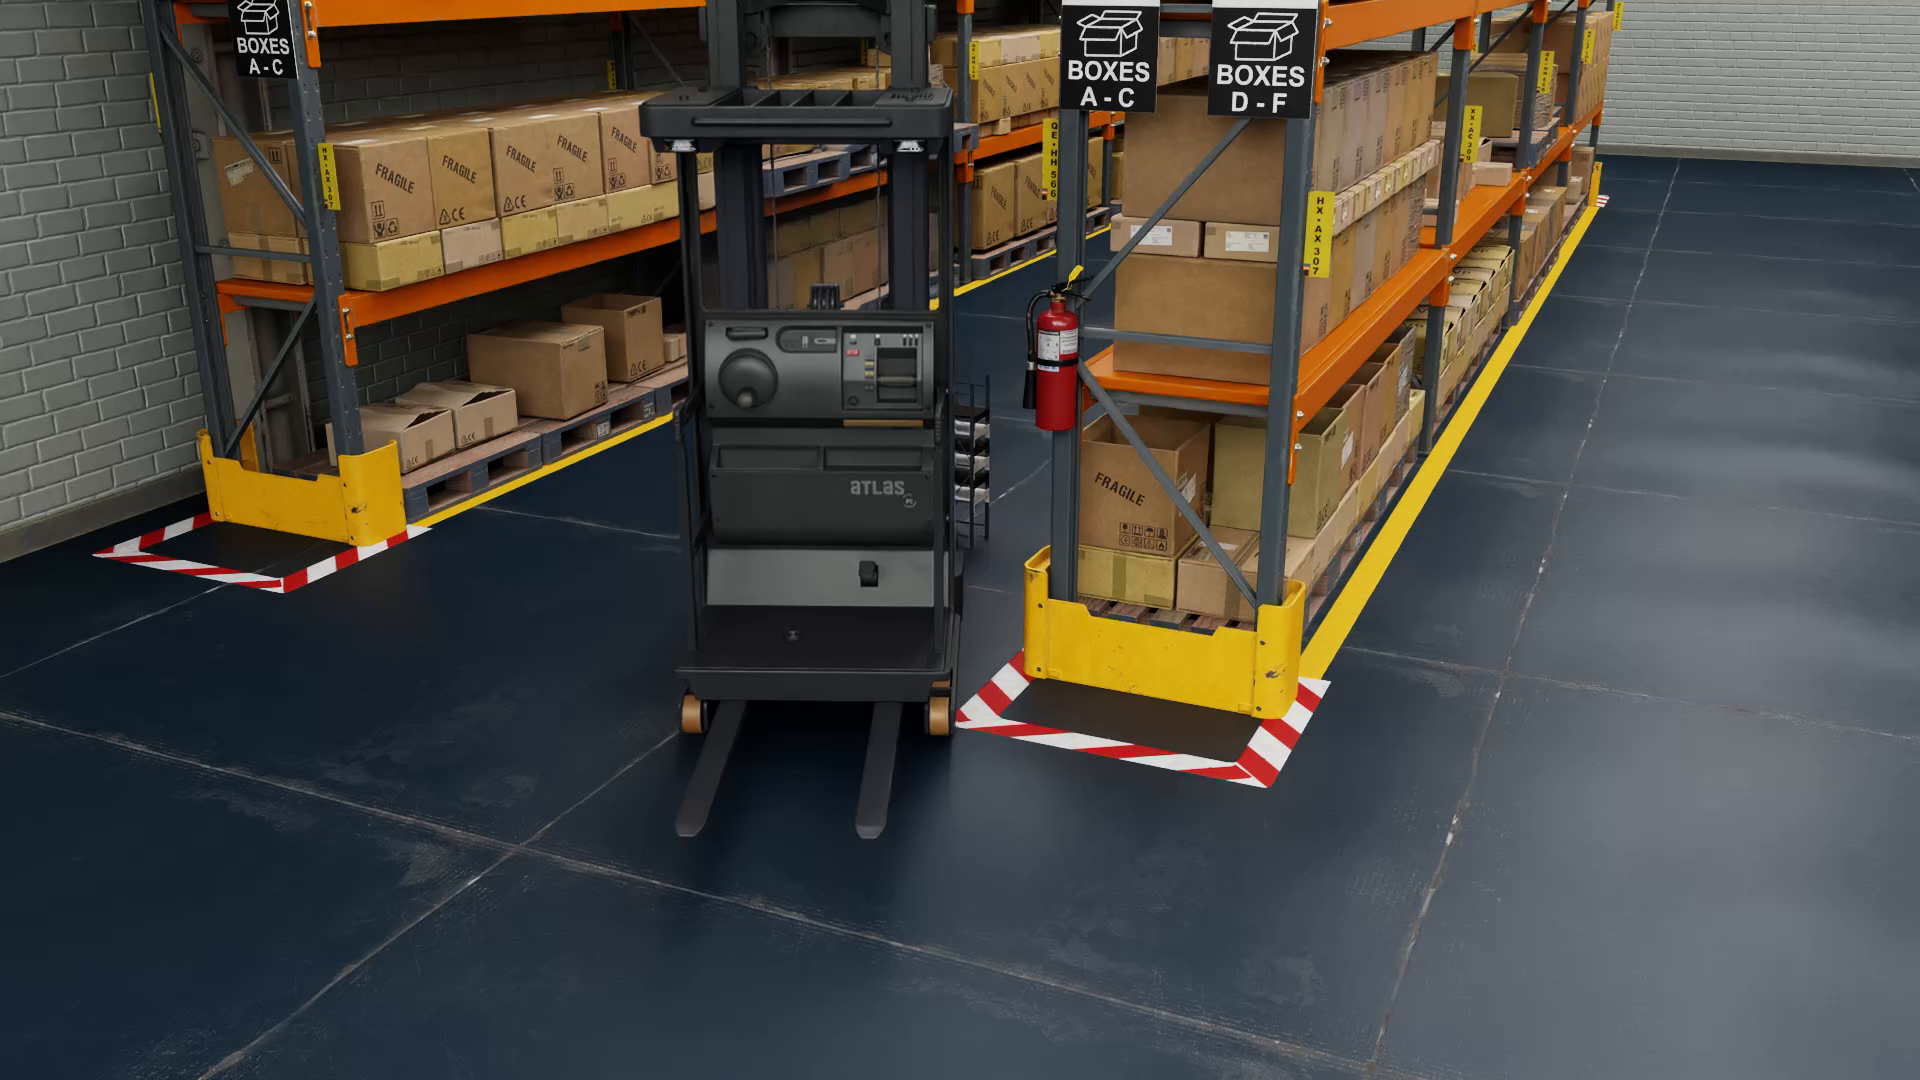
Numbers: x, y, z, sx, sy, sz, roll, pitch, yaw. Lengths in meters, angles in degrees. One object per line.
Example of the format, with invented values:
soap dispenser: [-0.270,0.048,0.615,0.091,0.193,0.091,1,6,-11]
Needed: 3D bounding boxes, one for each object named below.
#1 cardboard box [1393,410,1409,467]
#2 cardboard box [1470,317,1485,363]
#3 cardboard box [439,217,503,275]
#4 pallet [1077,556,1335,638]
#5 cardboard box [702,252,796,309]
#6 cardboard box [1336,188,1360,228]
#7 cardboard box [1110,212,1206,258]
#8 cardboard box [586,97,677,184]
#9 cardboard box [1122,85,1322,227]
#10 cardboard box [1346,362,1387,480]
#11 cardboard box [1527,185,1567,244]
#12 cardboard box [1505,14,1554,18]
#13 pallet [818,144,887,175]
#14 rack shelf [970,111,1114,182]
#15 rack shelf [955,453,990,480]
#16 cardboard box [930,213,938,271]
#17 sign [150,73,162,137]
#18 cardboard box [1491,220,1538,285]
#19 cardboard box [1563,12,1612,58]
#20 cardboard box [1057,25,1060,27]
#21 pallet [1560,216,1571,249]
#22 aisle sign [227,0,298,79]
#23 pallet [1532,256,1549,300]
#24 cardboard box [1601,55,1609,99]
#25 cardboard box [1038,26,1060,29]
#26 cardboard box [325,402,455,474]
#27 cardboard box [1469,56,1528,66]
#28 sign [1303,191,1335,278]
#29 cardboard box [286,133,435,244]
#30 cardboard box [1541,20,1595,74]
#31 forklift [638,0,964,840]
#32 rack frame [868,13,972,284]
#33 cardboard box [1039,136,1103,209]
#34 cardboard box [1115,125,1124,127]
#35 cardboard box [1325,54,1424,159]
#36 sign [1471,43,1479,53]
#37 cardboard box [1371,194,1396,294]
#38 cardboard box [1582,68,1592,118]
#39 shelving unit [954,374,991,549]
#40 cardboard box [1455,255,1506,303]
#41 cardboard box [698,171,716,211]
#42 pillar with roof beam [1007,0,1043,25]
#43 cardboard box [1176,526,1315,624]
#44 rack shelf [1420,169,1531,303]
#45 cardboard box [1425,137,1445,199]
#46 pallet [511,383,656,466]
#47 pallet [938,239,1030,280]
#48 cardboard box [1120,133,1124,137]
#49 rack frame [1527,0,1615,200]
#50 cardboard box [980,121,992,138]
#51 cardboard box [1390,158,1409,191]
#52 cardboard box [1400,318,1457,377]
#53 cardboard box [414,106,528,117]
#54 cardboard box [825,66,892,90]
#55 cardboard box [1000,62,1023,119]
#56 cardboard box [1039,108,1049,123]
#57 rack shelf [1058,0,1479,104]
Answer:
cardboard box: [2.305,-0.605,9.671,0.500,0.250,0.500,9,21,23]
cardboard box: [3.530,-1.488,12.153,0.500,0.250,0.500,9,21,24]
cardboard box: [-2.960,-1.687,9.429,0.500,0.250,0.500,8,21,21]
pallet: [1.146,0.271,7.892,1.003,0.211,1.213,9,21,23]
cardboard box: [-1.725,-1.961,13.081,0.700,0.500,0.500,9,22,25]
cardboard box: [1.650,-1.562,7.768,0.380,0.149,0.250,8,21,21]
cardboard box: [0.854,-1.299,7.027,0.380,0.149,0.250,8,21,22]
cardboard box: [-2.122,-2.656,11.036,0.500,0.500,0.500,8,21,22]
cardboard box: [1.096,-1.619,6.959,0.700,0.500,0.500,9,21,23]
cardboard box: [1.911,-0.651,8.679,0.500,0.500,0.500,9,21,23]
cardboard box: [5.845,-3.311,16.876,0.500,0.500,0.500,8,21,22]
cardboard box: [6.377,-5.645,18.723,0.500,0.500,0.500,8,21,22]
pallet: [-1.147,-3.226,13.850,1.003,0.211,1.213,9,21,23]
rack shelf: [0.445,-4.200,17.375,1.077,0.370,4.000,9,21,23]
rack shelf: [0.003,-0.395,8.836,0.258,0.077,0.200,9,21,23]
cardboard box: [-0.621,-2.730,15.242,0.700,0.500,0.500,9,21,23]
sign: [-4.148,-2.259,8.643,0.100,0.325,0.005,9,21,23]
cardboard box: [4.804,-2.539,14.706,0.500,0.500,0.500,8,21,21]
cardboard box: [7.286,-5.884,19.396,0.500,0.500,0.500,9,22,24]
cardboard box: [1.307,-5.522,18.278,0.500,0.250,0.500,9,22,24]
pallet: [6.067,-3.367,18.123,1.003,0.211,1.213,9,21,23]
aisle sign: [-3.405,-2.644,8.046,0.394,0.787,0.004,9,21,23]
pallet: [4.988,-2.530,15.767,1.003,0.211,1.213,9,21,23]
cardboard box: [7.488,-5.567,19.997,0.500,0.500,0.500,9,22,24]
cardboard box: [1.088,-5.367,17.842,0.500,0.250,0.500,9,21,24]
cardboard box: [-3.284,-0.621,9.596,0.500,0.311,0.500,6,20,17]
cardboard box: [5.163,-4.384,16.042,0.700,0.500,0.500,12,23,31]
sign: [1.375,-1.170,6.373,0.100,0.325,0.005,9,21,23]
cardboard box: [-3.180,-1.879,8.849,0.500,0.500,0.500,9,21,23]
cardboard box: [6.235,-5.095,17.178,0.500,0.500,0.500,9,22,24]
forklift: [-0.571,-0.691,6.538,1.130,2.935,3.031,0,20,1]
rack frame: [-0.374,-3.927,15.535,1.000,3.000,0.127,9,21,23]
cardboard box: [1.117,-4.119,18.655,0.750,0.750,0.750,9,21,23]
cardboard box: [2.163,-5.227,21.327,0.380,0.149,0.250,9,21,23]
cardboard box: [2.128,-2.393,9.136,0.700,0.500,0.500,8,21,23]
sign: [5.287,-4.952,17.123,0.100,0.325,0.005,9,21,23]
cardboard box: [1.914,-1.622,8.903,0.700,0.500,0.500,9,21,24]
cardboard box: [6.449,-4.794,17.823,0.500,0.500,0.500,9,21,24]
shelving unit: [0.003,-0.426,8.825,0.258,0.900,0.210,9,21,23]
cardboard box: [3.951,-2.062,12.929,0.500,0.311,0.500,8,21,22]
cardboard box: [-1.929,-2.457,11.595,0.500,0.250,0.500,9,21,23]
pillar with roof beam: [4.689,-7.719,17.243,9.100,9.000,0.400,9,21,23]
cardboard box: [1.294,0.161,7.516,0.500,0.250,0.500,9,21,23]
rack shelf: [3.328,-2.298,12.029,1.077,0.370,4.000,9,21,23]
cardboard box: [3.054,-2.467,11.279,0.500,0.500,0.500,10,22,27]
pallet: [-2.753,-0.806,10.921,1.003,0.211,1.213,9,21,23]
pallet: [0.018,-2.844,16.651,1.003,0.211,1.213,9,21,23]
cardboard box: [2.184,-4.930,20.490,0.380,0.149,0.250,8,21,21]
rack frame: [7.423,-5.694,20.504,1.000,3.000,0.127,9,21,23]
cardboard box: [0.084,-3.963,15.981,0.380,0.149,0.250,9,21,23]
cardboard box: [2.175,-1.955,8.873,0.380,0.149,0.250,8,21,22]
cardboard box: [2.906,-1.285,10.745,0.500,0.311,0.500,9,21,23]
cardboard box: [-3.021,-2.412,10.350,0.500,0.500,0.500,9,21,23]
cardboard box: [-0.761,-3.862,14.546,0.700,0.500,0.500,6,21,18]
cardboard box: [0.282,-4.396,16.231,0.500,0.500,0.500,9,22,24]
cardboard box: [0.705,-4.437,17.314,0.380,0.149,0.250,9,22,24]
rack shelf: [1.690,-2.489,8.088,1.077,0.370,4.000,9,21,23]
